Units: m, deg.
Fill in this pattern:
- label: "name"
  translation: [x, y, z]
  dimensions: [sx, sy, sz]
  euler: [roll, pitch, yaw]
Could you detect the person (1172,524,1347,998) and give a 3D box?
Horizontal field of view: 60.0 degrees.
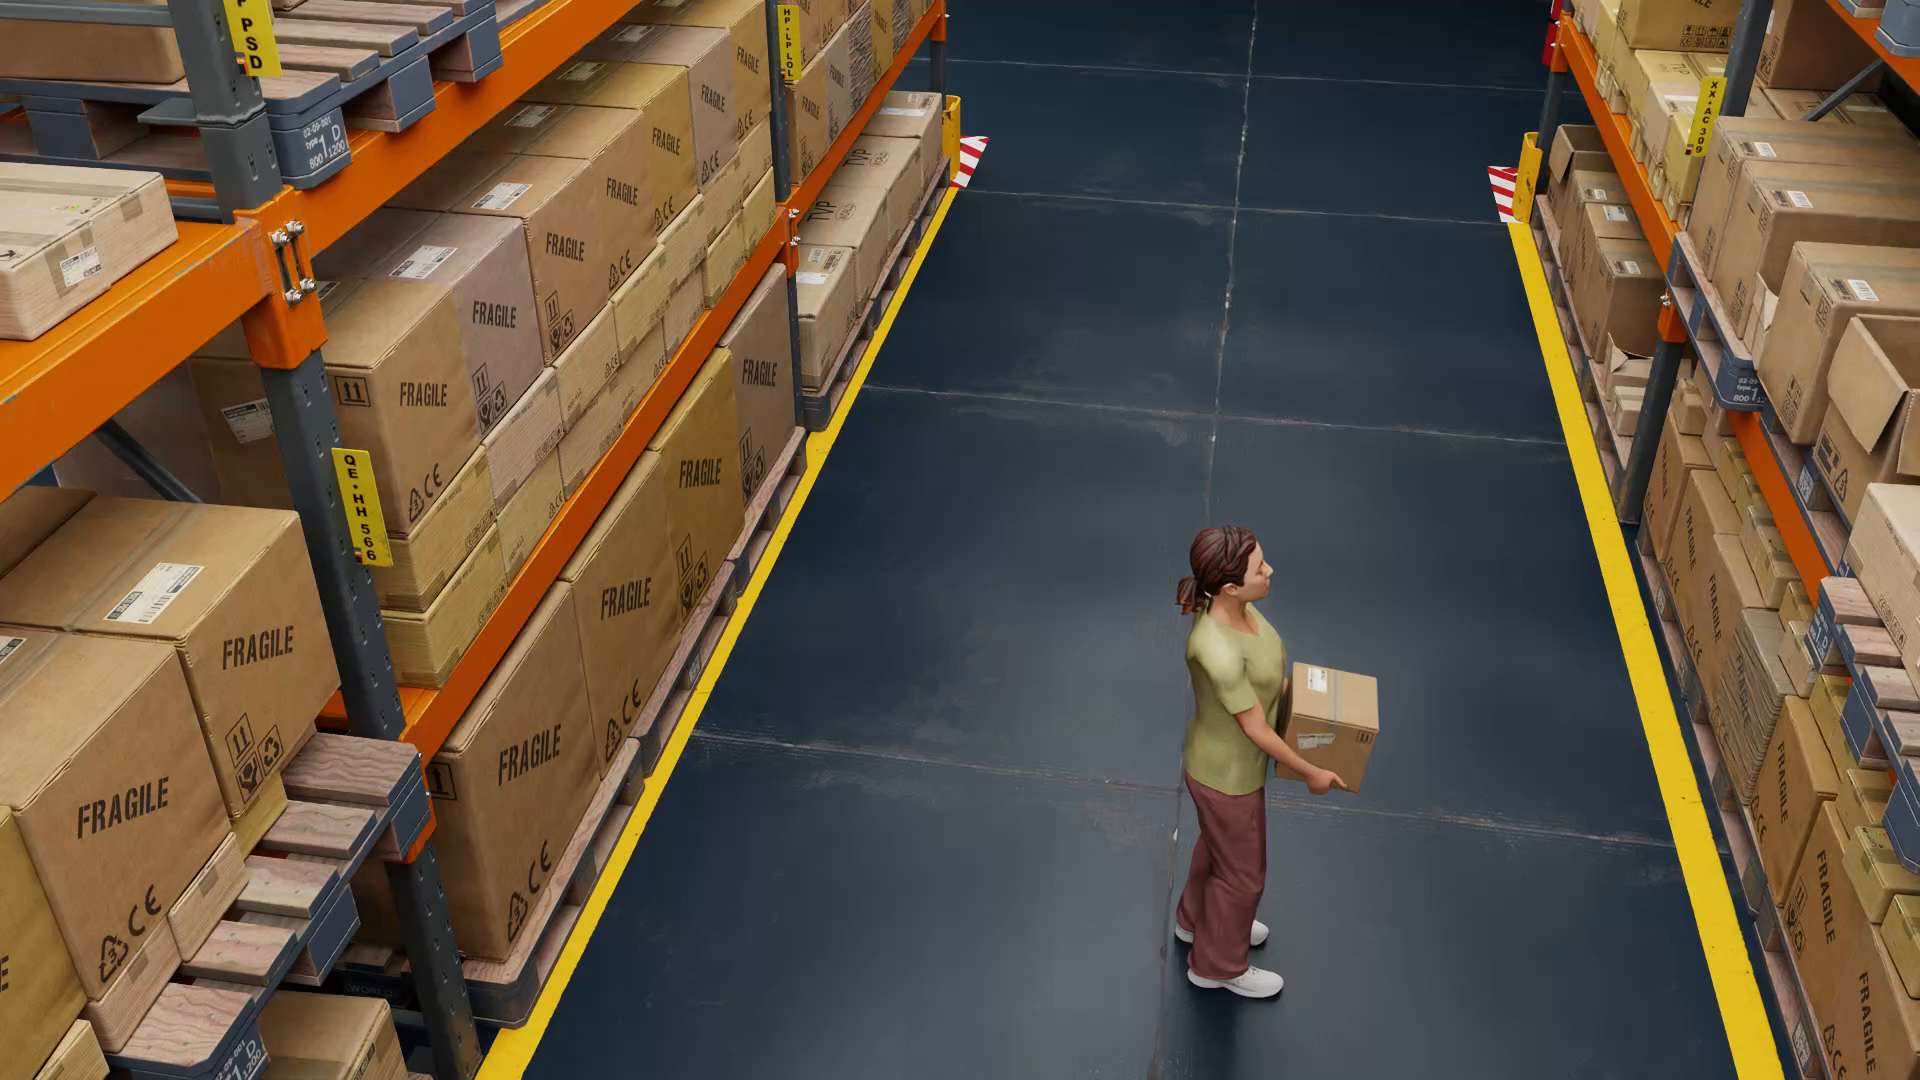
- label: "person"
  translation: [0.885, 0.694, 5.073]
  dimensions: [0.554, 1.650, 0.426]
  euler: [6, 33, 9]
